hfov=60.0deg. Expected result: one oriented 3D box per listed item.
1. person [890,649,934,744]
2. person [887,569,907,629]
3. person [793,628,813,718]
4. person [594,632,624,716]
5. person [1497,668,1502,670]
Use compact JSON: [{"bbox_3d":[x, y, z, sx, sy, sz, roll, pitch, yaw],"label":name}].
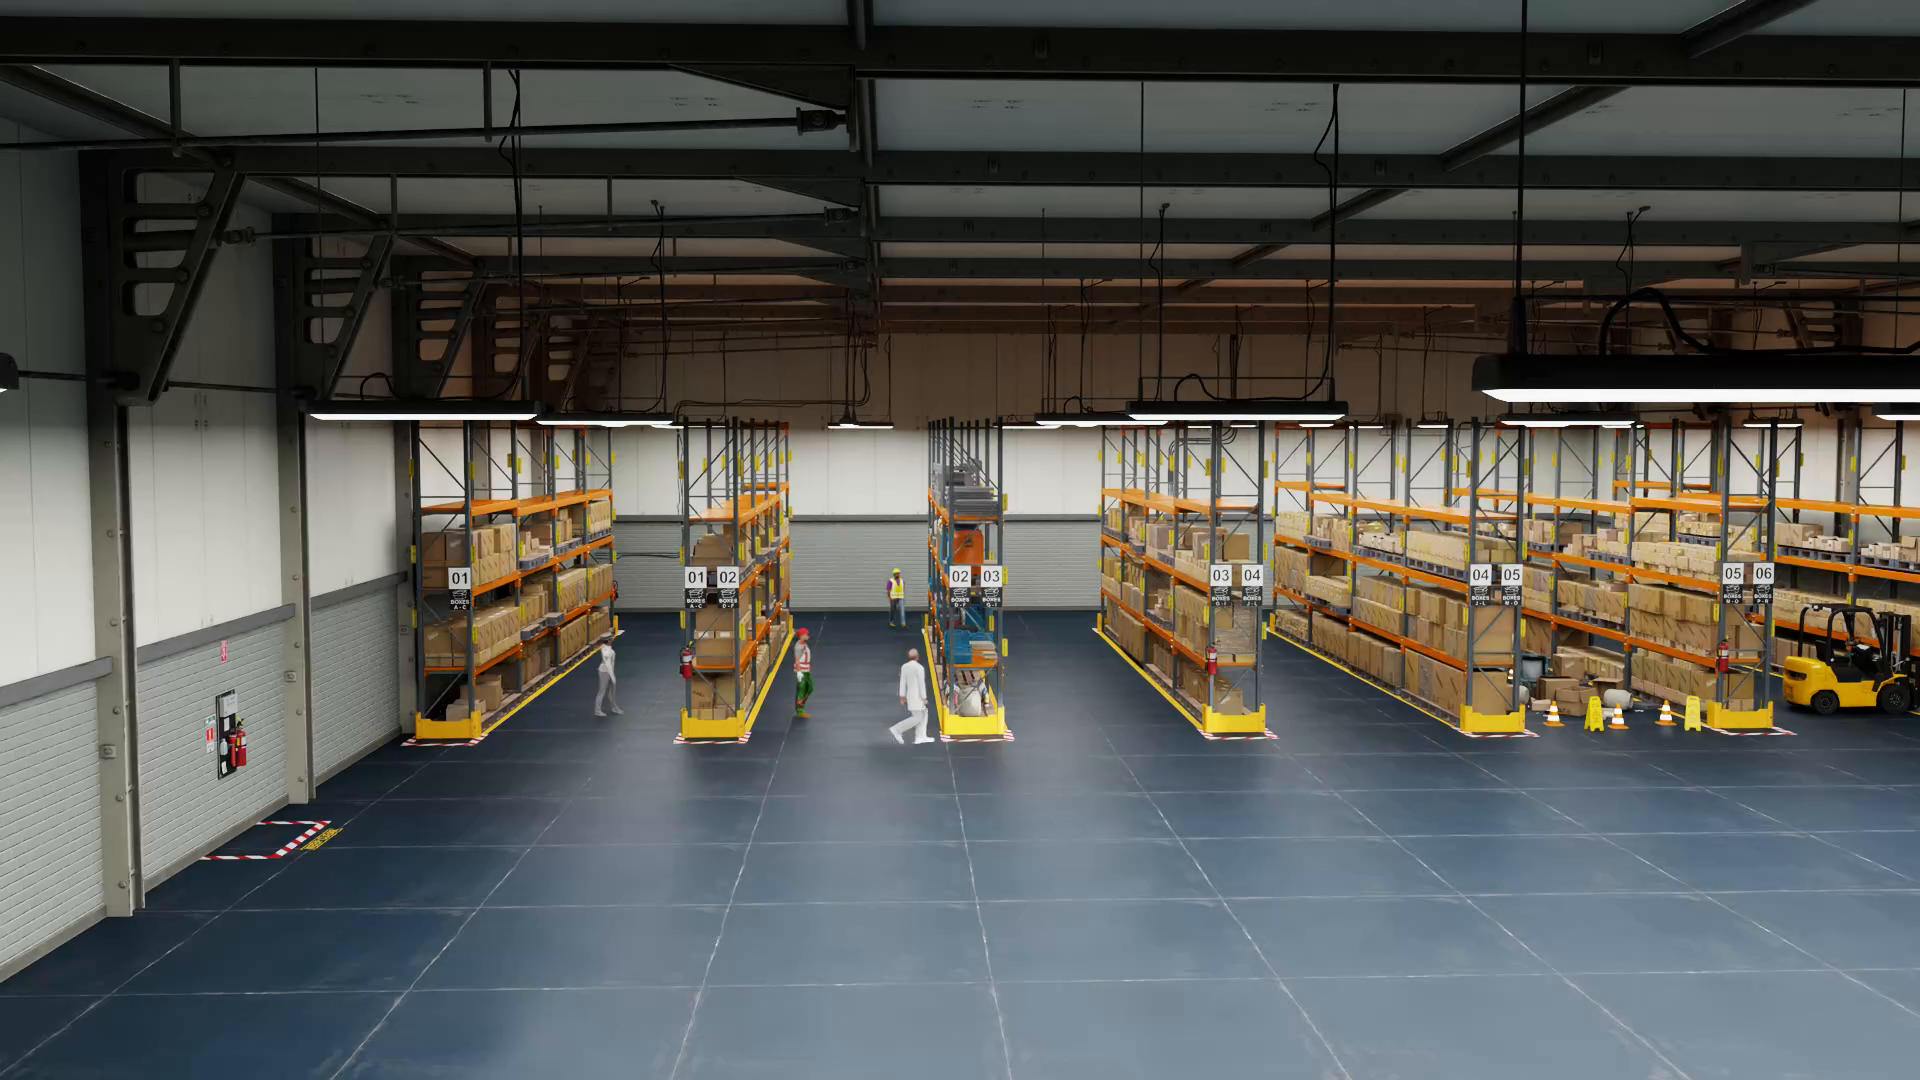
[{"bbox_3d":[-0.873,2.852,30.285,0.824,1.746,0.555,0,4,-4],"label":"person"},{"bbox_3d":[-1.833,1.700,48.238,0.576,1.717,1.029,-1,4,-18],"label":"person"},{"bbox_3d":[-3.167,2.662,33.374,0.400,1.808,0.648,1,4,8],"label":"person"},{"bbox_3d":[-7.100,2.709,33.574,0.517,1.708,0.623,0,4,1],"label":"person"},{"bbox_3d":[12.660,2.329,39.274,0.557,1.681,0.744,-1,4,-11],"label":"person"}]
